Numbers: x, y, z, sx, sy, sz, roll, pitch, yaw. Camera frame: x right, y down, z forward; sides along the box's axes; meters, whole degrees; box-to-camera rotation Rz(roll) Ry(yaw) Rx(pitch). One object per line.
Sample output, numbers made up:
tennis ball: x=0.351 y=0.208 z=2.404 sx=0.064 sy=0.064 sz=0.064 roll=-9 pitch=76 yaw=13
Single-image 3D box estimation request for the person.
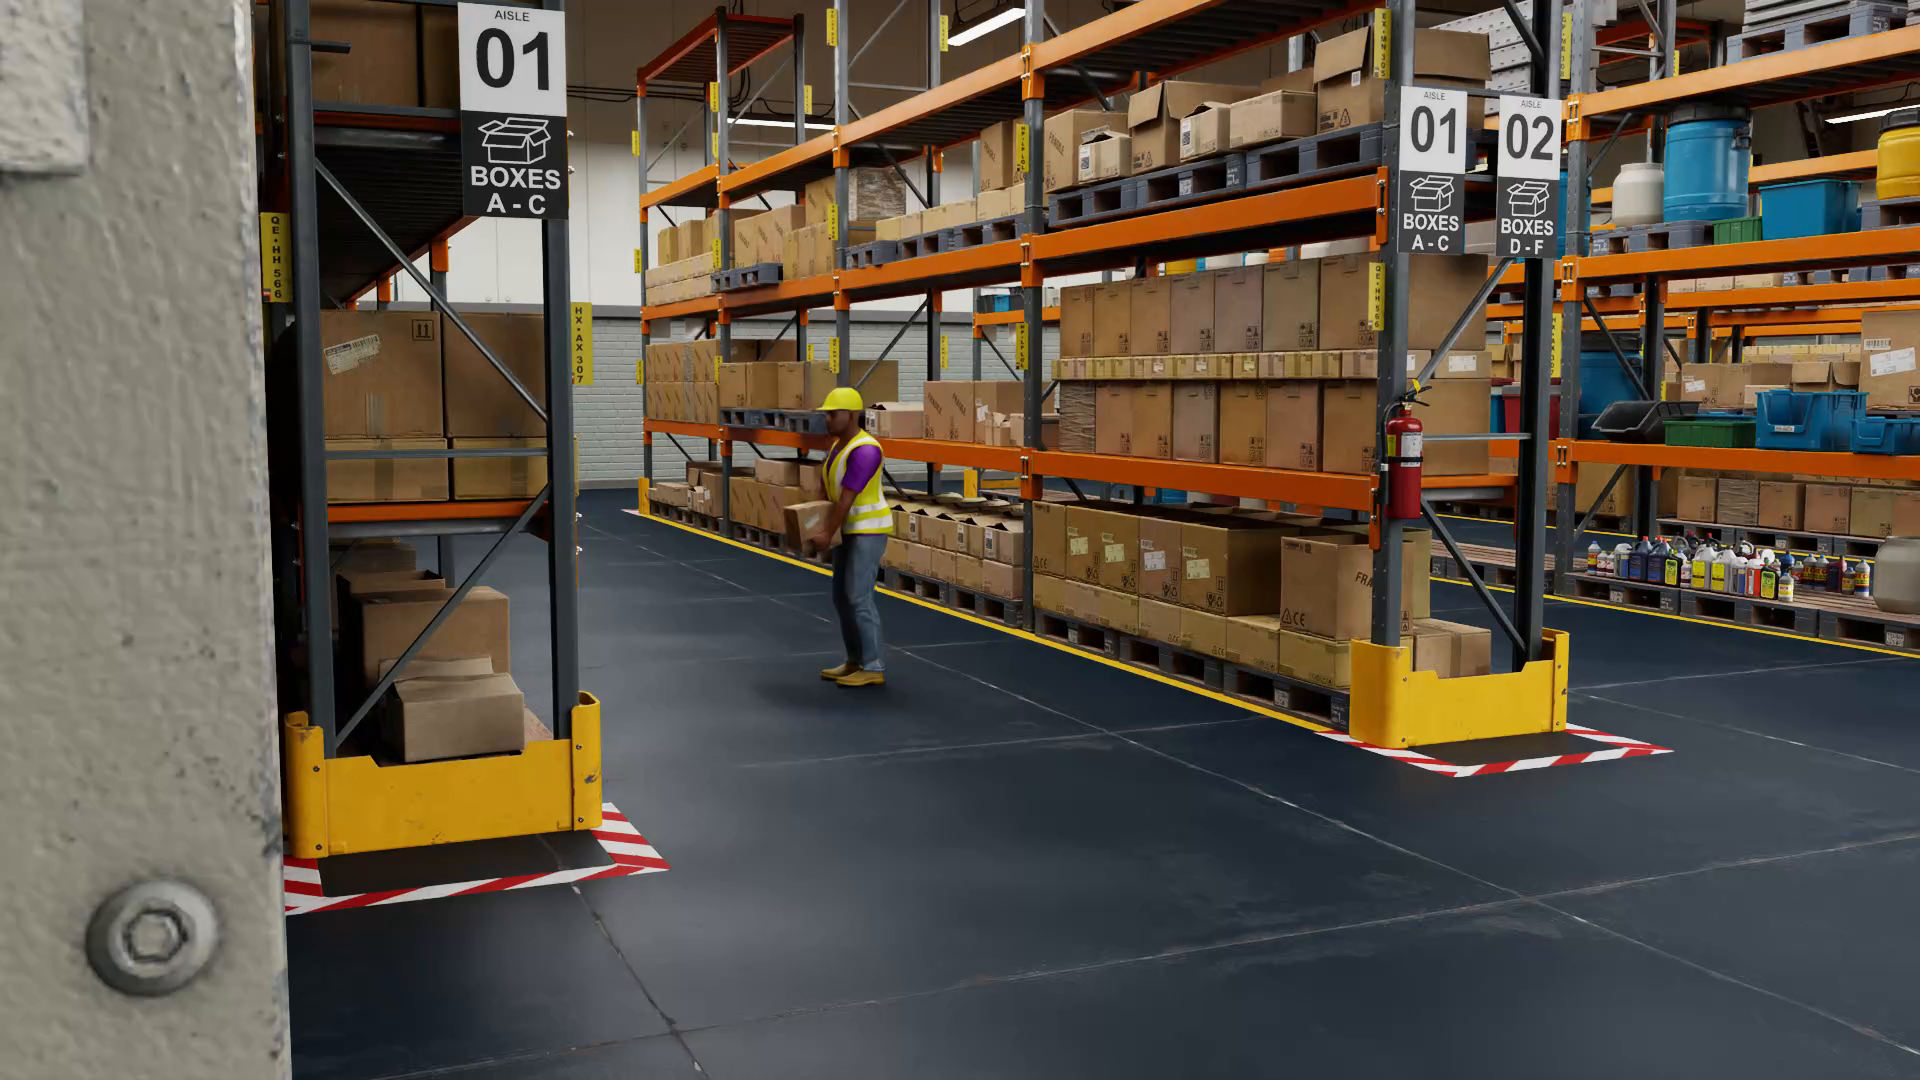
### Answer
person: x=-0.696 y=-0.021 z=9.845 sx=0.586 sy=1.752 sz=0.503 roll=-2 pitch=6 yaw=-25
